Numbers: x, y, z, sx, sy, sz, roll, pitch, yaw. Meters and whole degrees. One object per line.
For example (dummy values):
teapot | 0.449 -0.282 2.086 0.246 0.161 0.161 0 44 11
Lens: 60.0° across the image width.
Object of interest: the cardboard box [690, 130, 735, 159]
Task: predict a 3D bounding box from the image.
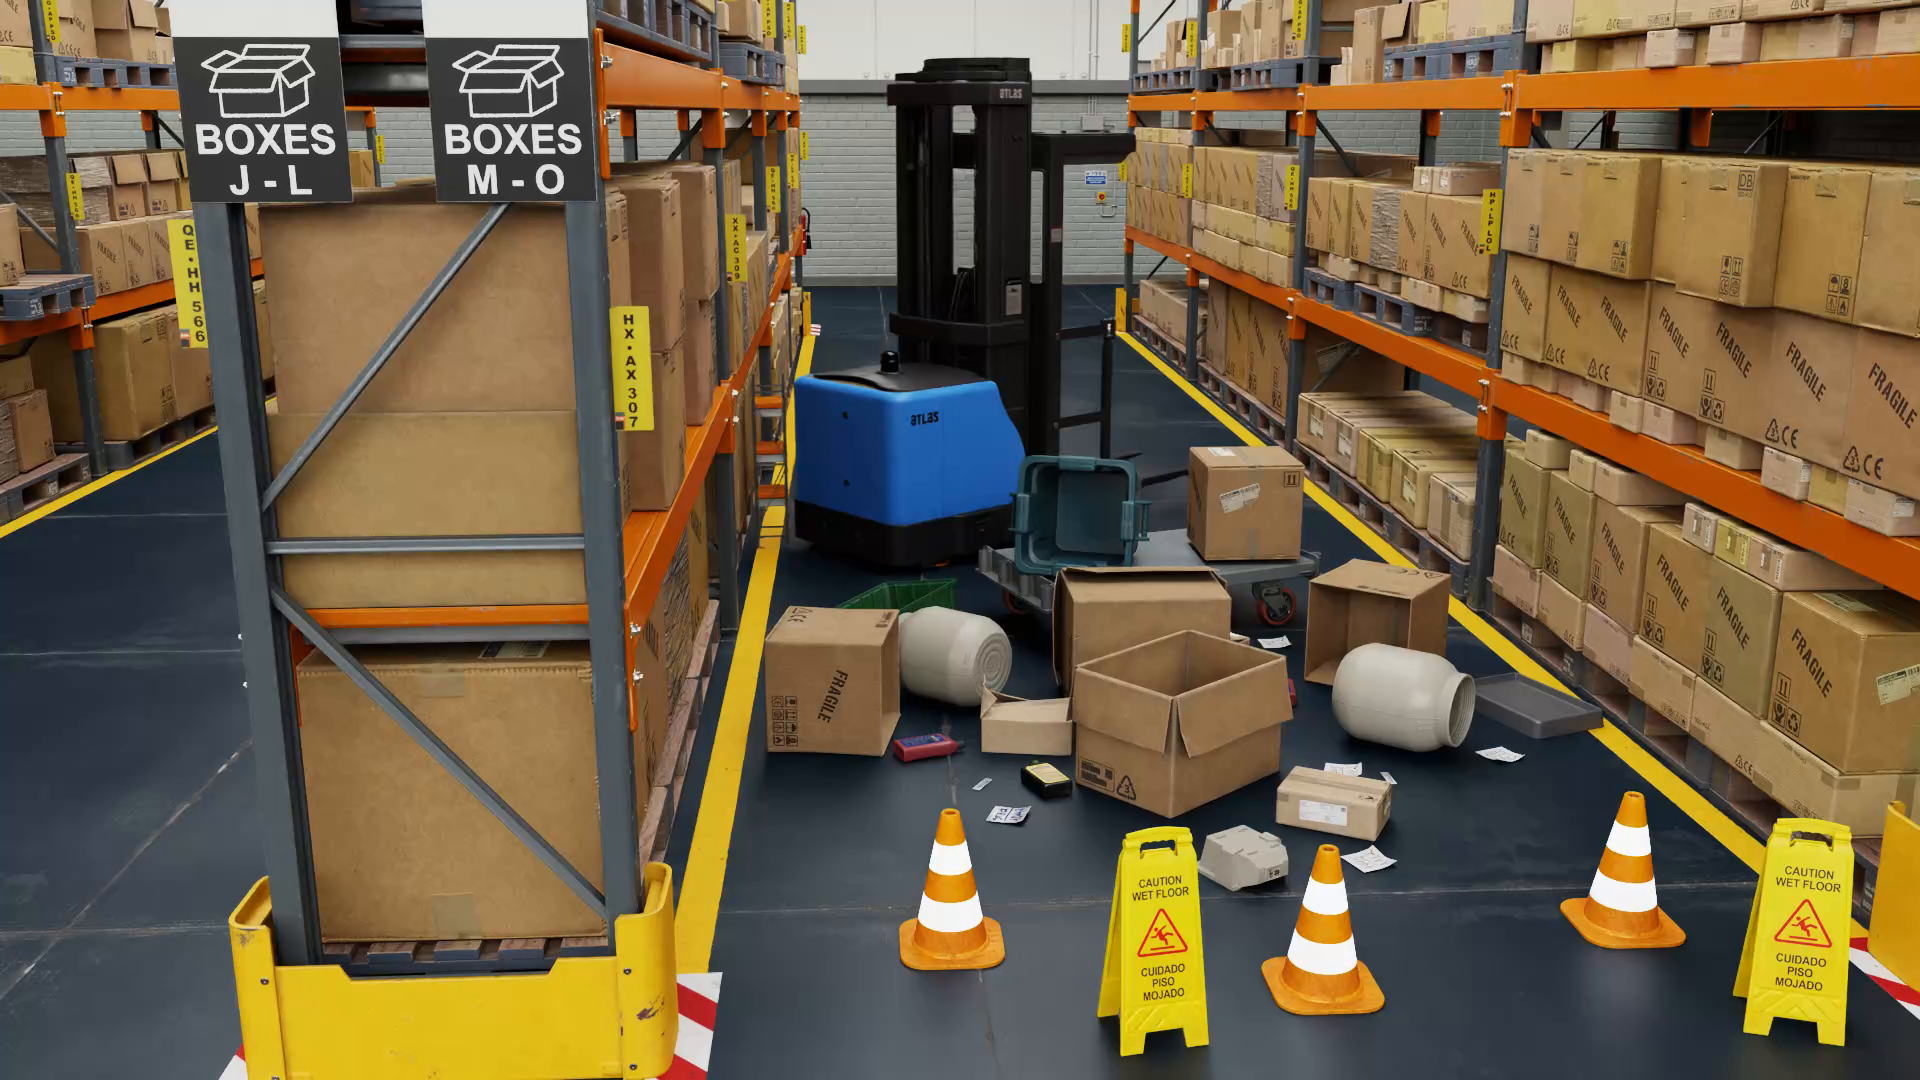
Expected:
cardboard box | -2.455 -3.757 16.304 0.500 0.500 0.500 -1 14 -5

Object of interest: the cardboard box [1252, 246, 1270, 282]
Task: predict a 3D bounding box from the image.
cardboard box | 2.688 -2.250 13.553 0.500 0.250 0.500 -1 14 -2

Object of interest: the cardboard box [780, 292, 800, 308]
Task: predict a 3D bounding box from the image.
cardboard box | -1.992 -2.688 18.639 0.380 0.149 0.250 0 14 -1

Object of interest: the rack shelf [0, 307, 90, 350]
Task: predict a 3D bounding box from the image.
rack shelf | -6.741 -1.076 10.130 1.077 0.370 4.000 -1 14 -3

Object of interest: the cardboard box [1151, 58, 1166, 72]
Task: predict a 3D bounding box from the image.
cardboard box | 2.368 -5.373 18.828 0.380 0.149 0.250 0 14 -1

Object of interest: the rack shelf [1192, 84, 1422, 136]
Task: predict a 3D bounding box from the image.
rack shelf | 2.902 -3.676 14.218 1.077 0.370 4.000 -1 14 -3

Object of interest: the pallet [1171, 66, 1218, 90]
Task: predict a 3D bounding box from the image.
pallet | 2.738 -4.682 16.864 1.003 0.211 1.213 -1 14 -3

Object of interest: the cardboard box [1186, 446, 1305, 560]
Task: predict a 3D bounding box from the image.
cardboard box | 1.499 -0.201 8.783 0.500 0.500 0.500 -1 14 -3

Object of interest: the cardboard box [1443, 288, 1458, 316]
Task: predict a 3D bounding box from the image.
cardboard box | 2.968 -1.351 9.418 0.380 0.149 0.250 -1 14 -5

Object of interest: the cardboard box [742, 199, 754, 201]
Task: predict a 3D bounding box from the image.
cardboard box | -1.774 -2.588 13.034 0.380 0.149 0.250 -1 14 -4

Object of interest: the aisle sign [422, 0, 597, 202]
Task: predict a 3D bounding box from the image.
aisle sign | -1.109 -1.229 4.067 0.394 0.787 0.004 -1 14 -3

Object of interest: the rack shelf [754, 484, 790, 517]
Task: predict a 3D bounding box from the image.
rack shelf | -1.175 -0.211 10.398 0.215 0.259 0.240 -2 15 -6

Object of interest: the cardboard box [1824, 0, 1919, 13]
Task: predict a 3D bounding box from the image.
cardboard box | 3.204 -1.857 5.409 0.500 0.250 0.500 -1 14 -4

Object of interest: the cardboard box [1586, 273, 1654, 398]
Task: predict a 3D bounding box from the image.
cardboard box | 3.095 -0.909 7.241 0.500 0.500 0.500 -1 14 -4

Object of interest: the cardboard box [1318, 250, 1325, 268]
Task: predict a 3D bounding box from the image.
cardboard box | 2.861 -2.072 12.222 0.380 0.149 0.250 -2 15 -7

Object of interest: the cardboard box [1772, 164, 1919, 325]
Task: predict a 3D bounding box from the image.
cardboard box | 3.248 -1.011 5.632 0.700 0.500 0.500 -1 14 -3

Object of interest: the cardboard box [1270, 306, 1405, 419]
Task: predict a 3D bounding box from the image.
cardboard box | 3.066 -1.422 13.454 0.875 0.875 0.875 -1 14 -4

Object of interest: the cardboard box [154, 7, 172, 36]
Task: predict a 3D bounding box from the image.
cardboard box | -7.067 -4.476 14.842 0.700 0.500 0.500 -1 14 -2

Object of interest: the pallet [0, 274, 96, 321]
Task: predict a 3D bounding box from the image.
pallet | -6.715 -1.653 11.315 1.213 0.211 1.003 -1 14 -3

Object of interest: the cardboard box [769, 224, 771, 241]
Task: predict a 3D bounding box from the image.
cardboard box | -1.889 -2.765 14.913 0.380 0.149 0.250 -2 15 -6

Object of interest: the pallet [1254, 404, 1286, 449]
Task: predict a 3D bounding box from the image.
pallet | 3.052 -0.921 13.683 1.003 0.211 1.213 -1 14 -3

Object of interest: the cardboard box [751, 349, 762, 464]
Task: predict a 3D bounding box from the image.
cardboard box | -1.960 -0.934 11.808 1.050 0.750 0.750 -1 14 -4

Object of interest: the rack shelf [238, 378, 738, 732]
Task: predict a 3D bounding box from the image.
rack shelf | -1.537 -0.132 6.464 1.077 0.370 4.000 -1 14 -3

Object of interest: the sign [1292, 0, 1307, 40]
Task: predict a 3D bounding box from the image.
sign | 2.472 -3.809 12.095 0.100 0.325 0.005 -1 14 -3

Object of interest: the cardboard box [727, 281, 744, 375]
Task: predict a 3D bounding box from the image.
cardboard box | -1.424 -1.161 8.819 0.500 0.500 0.500 -1 14 -3

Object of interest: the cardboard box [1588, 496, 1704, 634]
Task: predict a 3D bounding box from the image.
cardboard box | 3.116 0.098 7.294 0.500 0.500 0.500 0 14 -1

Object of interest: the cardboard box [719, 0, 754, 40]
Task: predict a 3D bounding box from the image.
cardboard box | -1.521 -3.298 10.059 0.500 0.500 0.500 -1 14 -3

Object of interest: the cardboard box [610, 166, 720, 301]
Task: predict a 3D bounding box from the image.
cardboard box | -1.522 -1.346 7.271 0.875 0.550 0.550 -1 14 -3

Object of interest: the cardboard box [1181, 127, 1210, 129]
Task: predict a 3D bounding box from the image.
cardboard box | 2.792 -4.762 19.505 0.380 0.149 0.250 -1 14 -2

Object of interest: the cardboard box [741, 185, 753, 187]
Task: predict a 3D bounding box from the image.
cardboard box | -1.936 -3.241 15.569 0.380 0.149 0.250 0 14 -1

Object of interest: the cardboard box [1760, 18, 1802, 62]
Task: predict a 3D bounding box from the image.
cardboard box | 3.169 -1.819 6.061 0.380 0.149 0.250 -1 14 -5

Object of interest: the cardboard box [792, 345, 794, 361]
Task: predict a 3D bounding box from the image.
cardboard box | -1.858 -1.886 16.714 0.380 0.149 0.250 -2 15 -6

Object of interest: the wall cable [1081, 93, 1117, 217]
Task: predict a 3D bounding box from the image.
wall cable | 2.158 -5.973 25.620 0.585 1.953 0.123 -1 14 -3

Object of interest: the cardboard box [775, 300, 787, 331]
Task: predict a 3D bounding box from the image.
cardboard box | -1.839 -2.014 15.004 0.500 0.250 0.500 0 14 -1

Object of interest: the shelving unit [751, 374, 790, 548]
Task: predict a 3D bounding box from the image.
shelving unit | -1.176 -0.491 10.326 0.215 1.050 0.252 -2 15 -6

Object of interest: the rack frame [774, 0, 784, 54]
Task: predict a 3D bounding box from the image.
rack frame | -2.156 -5.873 15.293 1.000 3.000 0.127 -1 14 -3

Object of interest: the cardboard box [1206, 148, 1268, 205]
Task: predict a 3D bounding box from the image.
cardboard box | 2.578 -3.362 15.365 0.500 0.500 0.500 -1 14 -4

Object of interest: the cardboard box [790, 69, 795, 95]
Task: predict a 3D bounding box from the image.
cardboard box | -1.974 -4.721 17.137 0.500 0.250 0.500 0 14 -1

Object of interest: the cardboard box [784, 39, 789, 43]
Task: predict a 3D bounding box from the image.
cardboard box | -1.966 -5.187 17.142 0.380 0.149 0.250 0 14 -1

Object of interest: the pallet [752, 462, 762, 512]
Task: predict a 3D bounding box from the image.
pallet | -1.935 -0.425 11.755 1.003 0.211 1.213 -1 14 -3

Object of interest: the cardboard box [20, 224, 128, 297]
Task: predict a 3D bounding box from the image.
cardboard box | -6.624 -2.095 12.448 0.500 0.500 0.500 0 14 -2

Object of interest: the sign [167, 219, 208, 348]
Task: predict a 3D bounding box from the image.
sign | -1.955 -0.654 4.248 0.100 0.325 0.005 -1 14 -3

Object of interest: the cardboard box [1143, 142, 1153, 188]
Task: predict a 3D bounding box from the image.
cardboard box | 2.354 -4.216 18.687 0.500 0.500 0.500 -1 14 -4

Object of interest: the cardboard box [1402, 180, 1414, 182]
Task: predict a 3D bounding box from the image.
cardboard box | 3.375 -2.233 11.545 0.500 0.500 0.500 -1 14 -4

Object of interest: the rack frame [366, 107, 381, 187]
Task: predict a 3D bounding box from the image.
rack frame | -7.361 -3.911 19.707 1.000 3.000 0.127 -1 14 -3

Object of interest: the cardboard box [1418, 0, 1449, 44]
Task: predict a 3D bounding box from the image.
cardboard box | 3.036 -3.059 9.833 0.500 0.250 0.500 -1 14 -3

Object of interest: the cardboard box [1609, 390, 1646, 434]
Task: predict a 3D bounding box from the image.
cardboard box | 3.043 -0.556 7.173 0.380 0.149 0.250 -1 14 -3

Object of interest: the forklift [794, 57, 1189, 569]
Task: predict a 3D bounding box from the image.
forklift | 0.402 -1.537 10.619 3.031 2.935 1.130 -13 19 -41

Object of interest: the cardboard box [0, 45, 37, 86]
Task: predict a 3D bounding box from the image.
cardboard box | -6.591 -3.187 11.174 0.500 0.250 0.500 -1 14 -3

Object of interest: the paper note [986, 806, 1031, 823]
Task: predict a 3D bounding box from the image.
paper note | 0.187 1.050 6.388 0.144 0.017 0.142 4 15 16

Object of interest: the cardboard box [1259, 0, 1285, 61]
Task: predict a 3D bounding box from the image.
cardboard box | 2.775 -4.022 13.075 0.700 0.500 0.500 -2 15 -6

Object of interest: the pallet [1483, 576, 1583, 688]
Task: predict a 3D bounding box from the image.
pallet | 3.351 0.437 8.403 1.003 0.211 1.213 -1 14 -3
